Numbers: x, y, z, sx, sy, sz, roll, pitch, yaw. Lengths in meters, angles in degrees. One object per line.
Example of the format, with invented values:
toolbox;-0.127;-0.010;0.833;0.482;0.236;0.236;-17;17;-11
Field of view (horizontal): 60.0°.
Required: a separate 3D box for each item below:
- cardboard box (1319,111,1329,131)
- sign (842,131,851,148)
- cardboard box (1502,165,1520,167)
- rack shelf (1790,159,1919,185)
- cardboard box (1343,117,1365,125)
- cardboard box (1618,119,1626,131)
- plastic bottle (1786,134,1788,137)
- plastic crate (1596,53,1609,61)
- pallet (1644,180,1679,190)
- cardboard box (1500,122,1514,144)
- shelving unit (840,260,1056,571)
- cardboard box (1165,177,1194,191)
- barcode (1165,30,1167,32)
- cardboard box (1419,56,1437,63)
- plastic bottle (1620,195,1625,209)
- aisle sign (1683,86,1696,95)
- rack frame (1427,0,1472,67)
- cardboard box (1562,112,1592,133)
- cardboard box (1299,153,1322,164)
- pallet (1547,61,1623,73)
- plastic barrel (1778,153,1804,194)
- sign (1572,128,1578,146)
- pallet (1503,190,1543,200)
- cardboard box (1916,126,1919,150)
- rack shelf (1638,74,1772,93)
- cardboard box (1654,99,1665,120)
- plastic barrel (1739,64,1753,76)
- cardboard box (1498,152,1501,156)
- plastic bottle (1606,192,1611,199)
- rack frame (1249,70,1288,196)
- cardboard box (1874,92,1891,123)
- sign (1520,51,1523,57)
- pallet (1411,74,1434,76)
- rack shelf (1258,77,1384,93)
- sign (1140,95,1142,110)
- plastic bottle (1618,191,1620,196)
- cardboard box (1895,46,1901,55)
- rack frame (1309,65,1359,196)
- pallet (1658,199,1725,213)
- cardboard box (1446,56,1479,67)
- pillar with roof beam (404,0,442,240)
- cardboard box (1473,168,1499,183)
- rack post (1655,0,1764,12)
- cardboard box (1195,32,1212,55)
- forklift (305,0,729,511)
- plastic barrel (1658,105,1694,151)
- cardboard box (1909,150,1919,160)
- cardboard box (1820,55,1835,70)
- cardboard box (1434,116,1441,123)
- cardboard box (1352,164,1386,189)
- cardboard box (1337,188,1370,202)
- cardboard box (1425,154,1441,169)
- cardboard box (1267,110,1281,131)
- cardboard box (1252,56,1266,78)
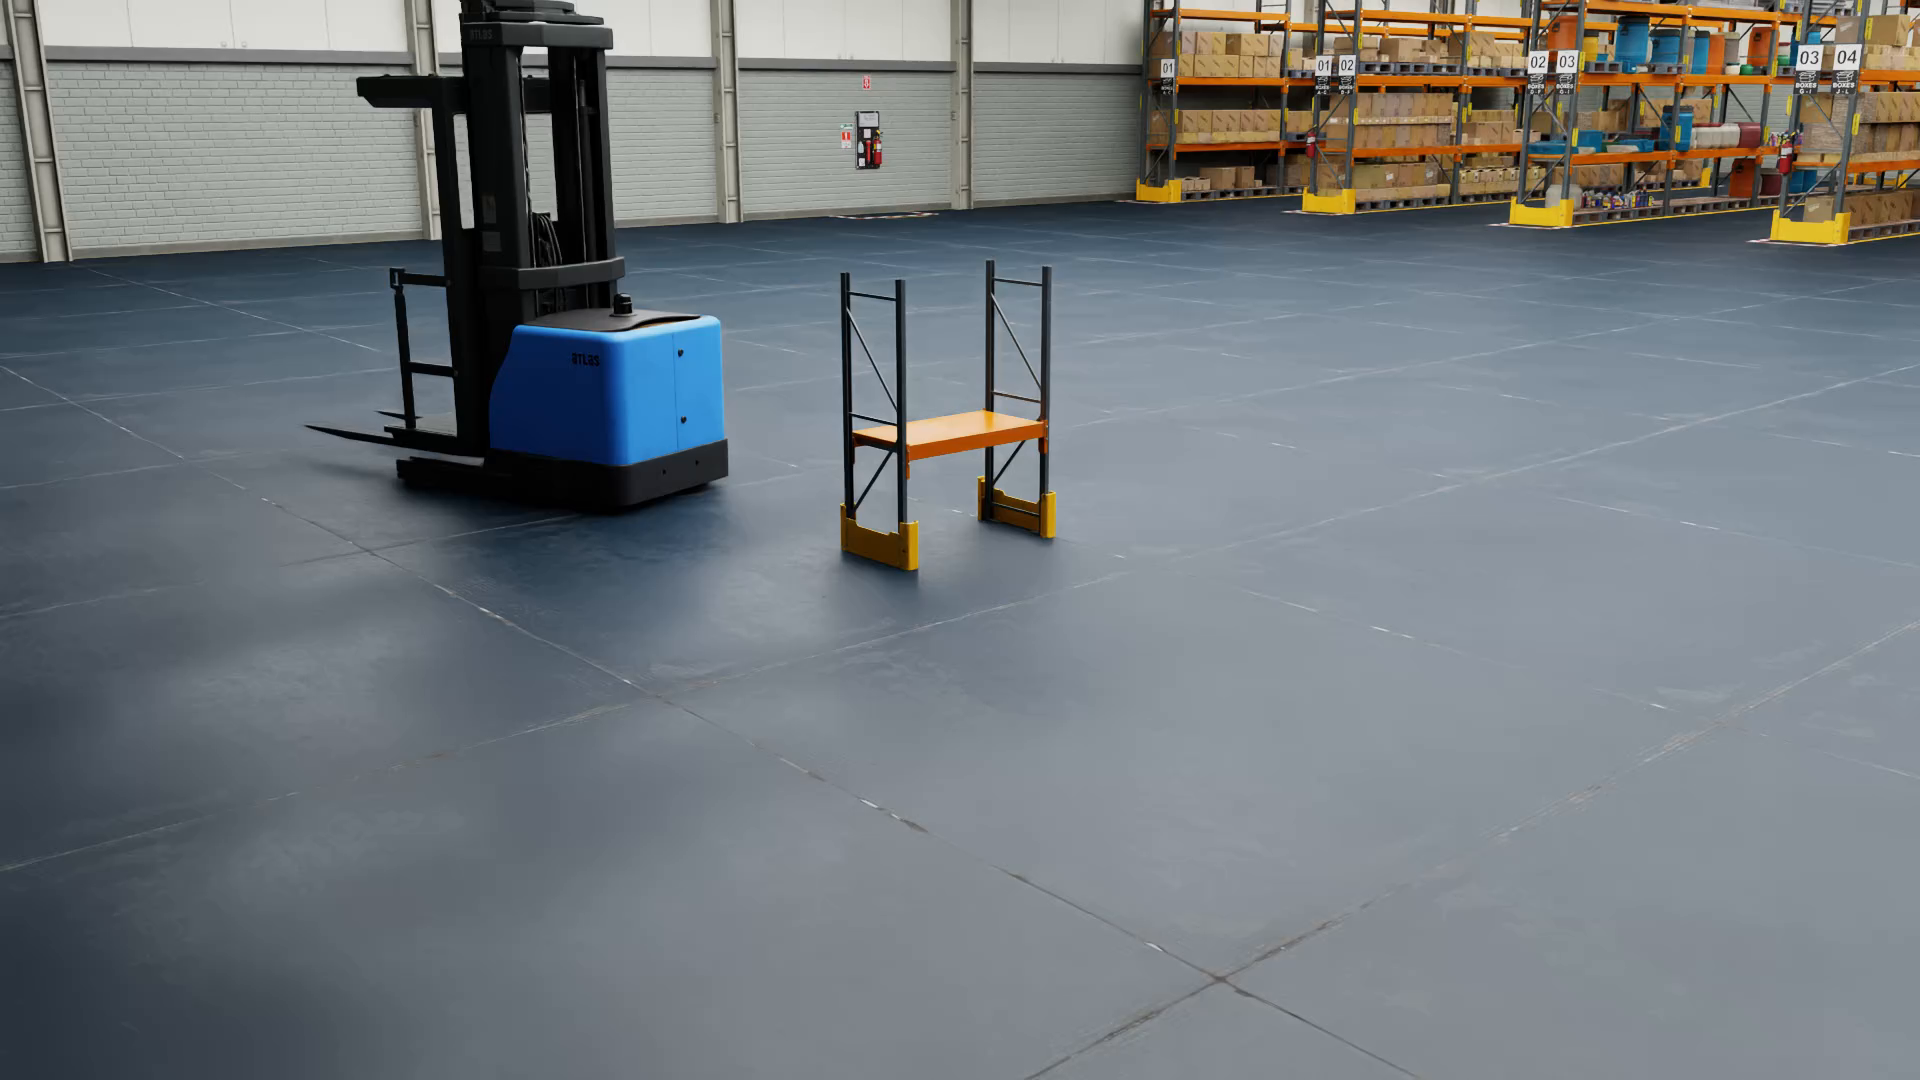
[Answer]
cardboard box;8.932;-10.639;42.219;0.500;0.500;0.700;-10;18;-32
sign;-2.334;-8.213;34.114;0.234;0.329;0.001;-13;19;-39
cardboard box;13.307;-8.915;40.240;0.500;0.311;0.500;-12;19;-38
rack shelf;15.869;-6.508;29.196;4.000;0.370;1.077;-13;19;-39
cardboard box;8.298;-8.832;35.052;0.250;0.149;0.380;-13;20;-40
cardboard box;17.121;-10.662;43.158;0.500;0.500;0.500;-12;19;-38
plastic bottle;18.485;-8.955;37.213;0.097;0.271;0.097;0;15;0
plastic crate;12.350;-9.304;32.488;0.575;0.384;0.392;-13;19;-39
pallet;18.352;-9.455;44.240;1.213;0.211;1.003;-13;19;-39
cardboard box;12.640;-9.562;39.041;0.500;0.500;0.500;-14;20;-42
shelving unit;-0.058;-0.712;9.008;1.083;1.500;0.587;-13;19;-39
cardboard box;5.187;-8.423;39.328;0.500;0.311;0.500;13;20;41
barcode;4.813;-11.898;38.873;0.075;0.075;0.001;-13;19;-39
cardboard box;10.147;-10.464;36.202;0.250;0.149;0.380;-13;19;-39
plastic bottle;13.168;-6.731;33.072;0.097;0.271;0.097;0;15;0
aisle sign;19.789;-12.481;45.126;0.004;0.787;0.394;-13;19;-39
rack frame;10.878;-12.022;36.819;0.127;3.000;1.000;-13;19;-39
cardboard box;15.112;-10.299;40.986;0.500;0.500;0.700;-9;17;-29
cardboard box;8.888;-9.746;42.464;0.500;0.250;0.500;-13;20;-41
pallet;11.797;-8.960;31.535;1.213;0.211;1.003;-13;19;-39
plastic barrel;19.206;-8.494;38.489;0.708;0.901;0.600;-13;19;-39
sign;11.467;-7.507;31.005;0.005;0.325;0.100;-13;19;-39
pallet;13.249;-8.322;39.996;1.213;0.211;1.003;-13;19;-39
cardboard box;16.998;-7.322;30.079;0.500;0.500;0.875;-13;19;-39
rack shelf;15.635;-9.599;34.955;4.000;0.370;1.077;-13;19;-39
cardboard box;17.842;-11.123;42.946;0.500;0.500;0.500;-13;20;-41
plastic barrel;16.991;-10.159;35.957;0.294;0.245;0.294;0;15;0
cardboard box;15.414;-11.179;48.063;0.250;0.149;0.380;-12;19;-39
plastic bottle;13.215;-6.949;33.887;0.097;0.271;0.097;0;15;0
rack frame;7.623;-10.087;41.201;0.127;3.000;1.000;-13;19;-39
cardboard box;15.336;-7.315;28.116;0.500;0.500;0.500;-13;19;-39
sign;13.541;-11.606;40.073;0.005;0.325;0.100;-13;19;-39
pallet;11.933;-12.432;44.534;1.213;0.211;1.003;-12;19;-37
rack shelf;9.132;-11.528;42.176;4.000;0.370;1.077;-13;19;-39
sign;4.256;-10.233;38.892;0.005;0.325;0.100;-13;19;-39
plastic bottle;13.598;-7.084;34.394;0.097;0.271;0.097;0;15;0
cardboard box;15.723;-8.301;28.221;0.250;0.149;0.380;-14;20;-42
rack frame;7.860;-8.446;35.057;0.127;3.000;1.000;-13;19;-39
pallet;15.614;-7.160;35.645;1.213;0.211;1.003;-13;19;-39
cardboard box;11.349;-10.806;37.555;0.500;0.250;0.500;-10;18;-34
pillar with roof beam;-6.187;-8.708;24.412;0.400;9.000;9.100;-13;19;-39
cardboard box;12.124;-8.462;38.545;0.500;0.311;0.500;-14;20;-41
rack post;15.556;-11.504;34.492;3.121;1.000;1.013;-13;19;-39
cardboard box;5.467;-11.493;38.482;0.500;0.500;0.500;-13;20;-40
forklift;-2.987;-1.851;10.501;3.031;2.935;1.130;9;17;30
plastic barrel;14.617;-8.407;33.940;0.708;0.901;0.600;-13;19;-39
cardboard box;16.870;-6.844;29.547;0.250;0.149;0.380;-13;19;-39
cardboard box;14.557;-8.025;27.957;0.500;0.250;0.500;-12;19;-38
cardboard box;10.430;-9.311;36.845;0.250;0.149;0.380;-13;20;-41
cardboard box;8.787;-7.815;35.757;0.500;0.500;0.500;-13;19;-39
cardboard box;8.411;-7.368;35.535;0.500;0.250;0.500;-13;19;-39
cardboard box;12.585;-10.320;45.425;0.750;0.750;0.750;-12;19;-38
cardboard box;7.470;-10.246;40.596;0.500;0.500;0.500;-13;20;-39
cardboard box;7.015;-11.378;39.987;0.500;0.500;0.500;14;20;42
